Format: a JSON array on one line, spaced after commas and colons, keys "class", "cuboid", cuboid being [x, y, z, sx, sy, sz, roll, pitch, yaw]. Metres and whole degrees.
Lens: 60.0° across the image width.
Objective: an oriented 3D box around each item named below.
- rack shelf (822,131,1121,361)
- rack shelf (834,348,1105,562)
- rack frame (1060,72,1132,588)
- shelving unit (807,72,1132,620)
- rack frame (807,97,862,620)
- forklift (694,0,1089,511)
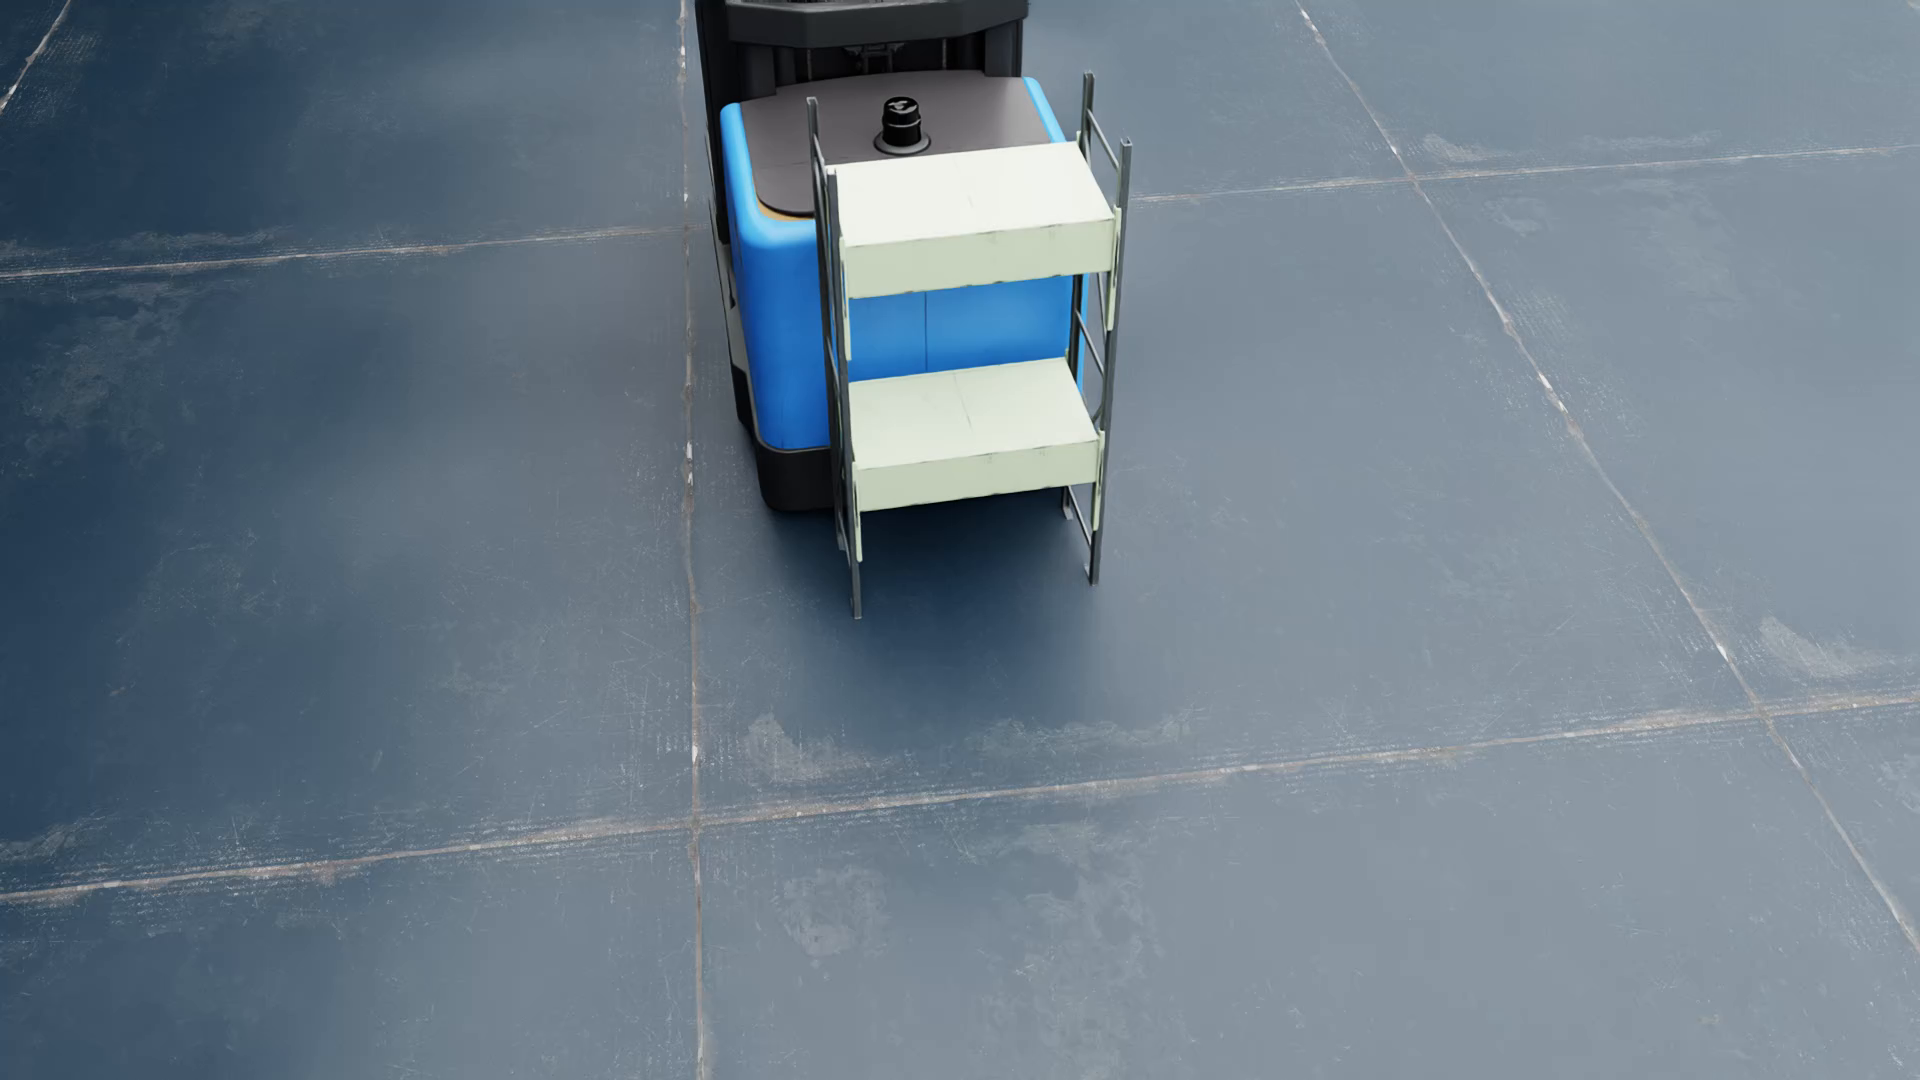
[{"class": "rack shelf", "cuboid": [0.015, -0.786, 4.419, 0.720, 0.370, 0.431, -8, 43, -8]}, {"class": "rack shelf", "cuboid": [0.015, -0.254, 4.899, 0.720, 0.370, 0.431, -8, 43, -8]}, {"class": "rack frame", "cuboid": [0.374, -0.544, 4.734, 0.023, 1.500, 0.400, -8, 43, -8]}, {"class": "shelving unit", "cuboid": [0.015, -0.497, 4.681, 0.755, 1.500, 0.431, -8, 43, -8]}, {"class": "rack frame", "cuboid": [-0.344, -0.449, 4.628, 0.023, 1.500, 0.400, -8, 43, -8]}, {"class": "forklift", "cuboid": [-0.376, -2.174, 5.472, 1.130, 2.935, 3.031, -7, 43, -8]}]
